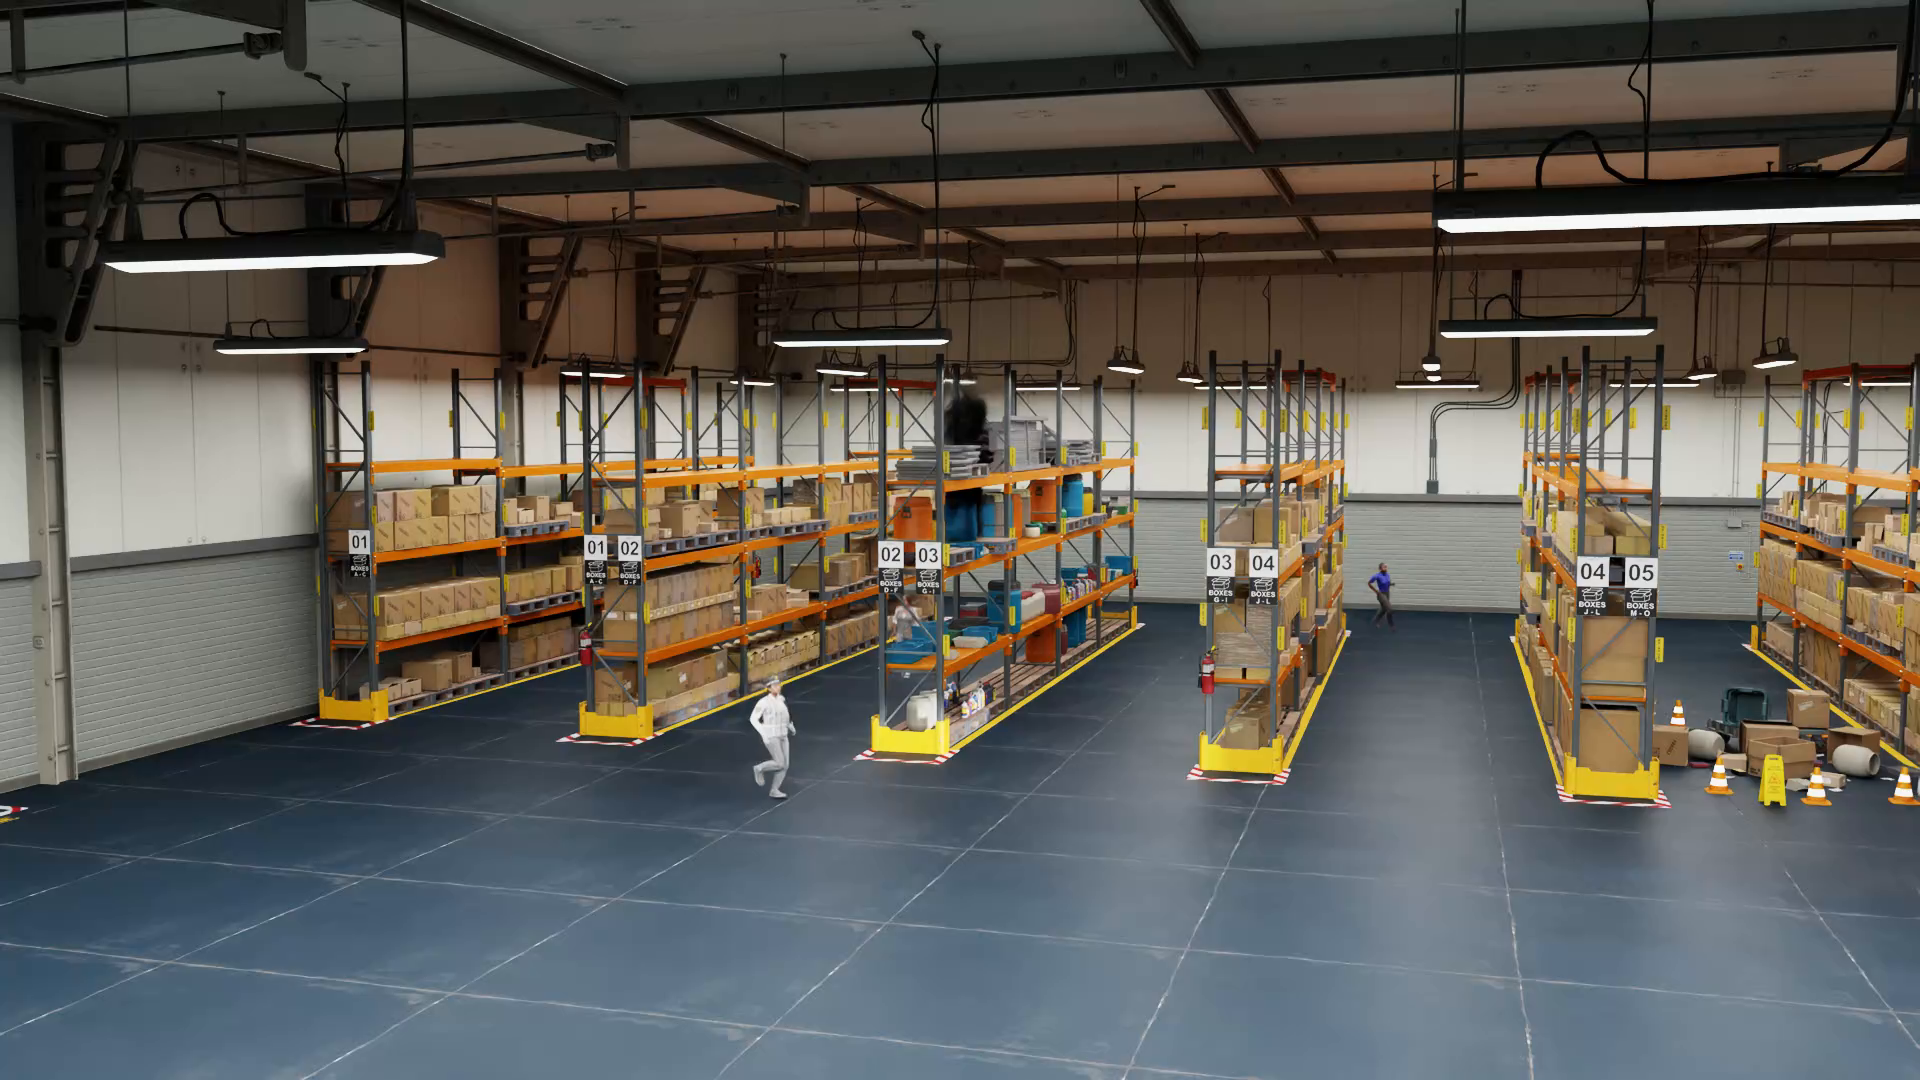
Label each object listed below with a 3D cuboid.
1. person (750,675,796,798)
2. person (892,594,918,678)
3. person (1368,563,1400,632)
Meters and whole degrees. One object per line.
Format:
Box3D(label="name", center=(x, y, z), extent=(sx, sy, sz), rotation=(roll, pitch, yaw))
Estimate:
Box3D(label="person", center=(-2.463, 2.605, 22.135), extent=(0.543, 1.644, 0.629), rotation=(3, 5, 40))
Box3D(label="person", center=(-1.014, 1.766, 30.435), extent=(0.515, 1.565, 0.629), rotation=(1, 4, 8))
Box3D(label="person", center=(10.059, 1.365, 39.614), extent=(0.763, 1.671, 0.614), rotation=(4, 6, 45))
